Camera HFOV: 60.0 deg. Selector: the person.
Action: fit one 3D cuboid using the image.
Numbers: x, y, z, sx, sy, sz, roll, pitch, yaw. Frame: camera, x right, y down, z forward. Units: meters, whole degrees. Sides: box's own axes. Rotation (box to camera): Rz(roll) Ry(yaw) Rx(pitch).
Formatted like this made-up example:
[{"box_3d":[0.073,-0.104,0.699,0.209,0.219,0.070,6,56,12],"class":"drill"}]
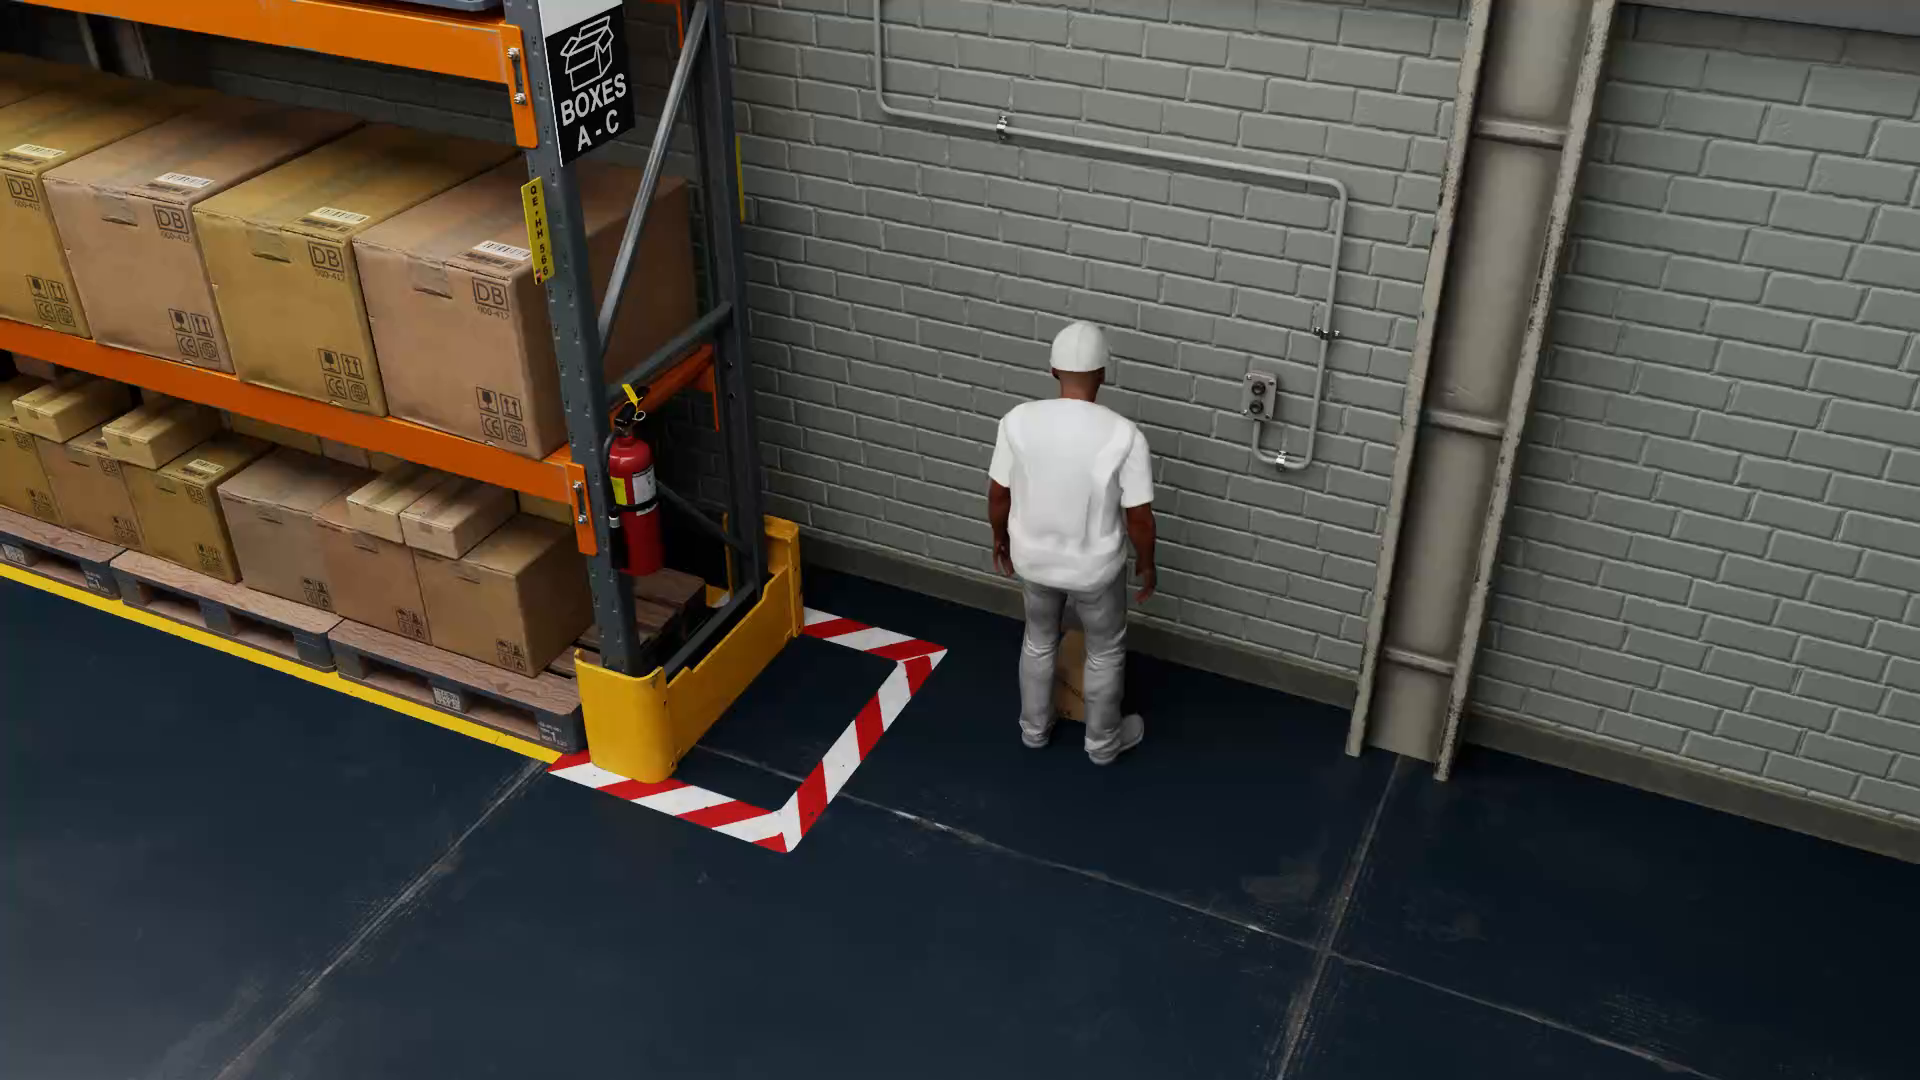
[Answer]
[{"box_3d":[0.414,0.040,6.066,0.629,1.759,0.460,12,35,18],"class":"person"}]
